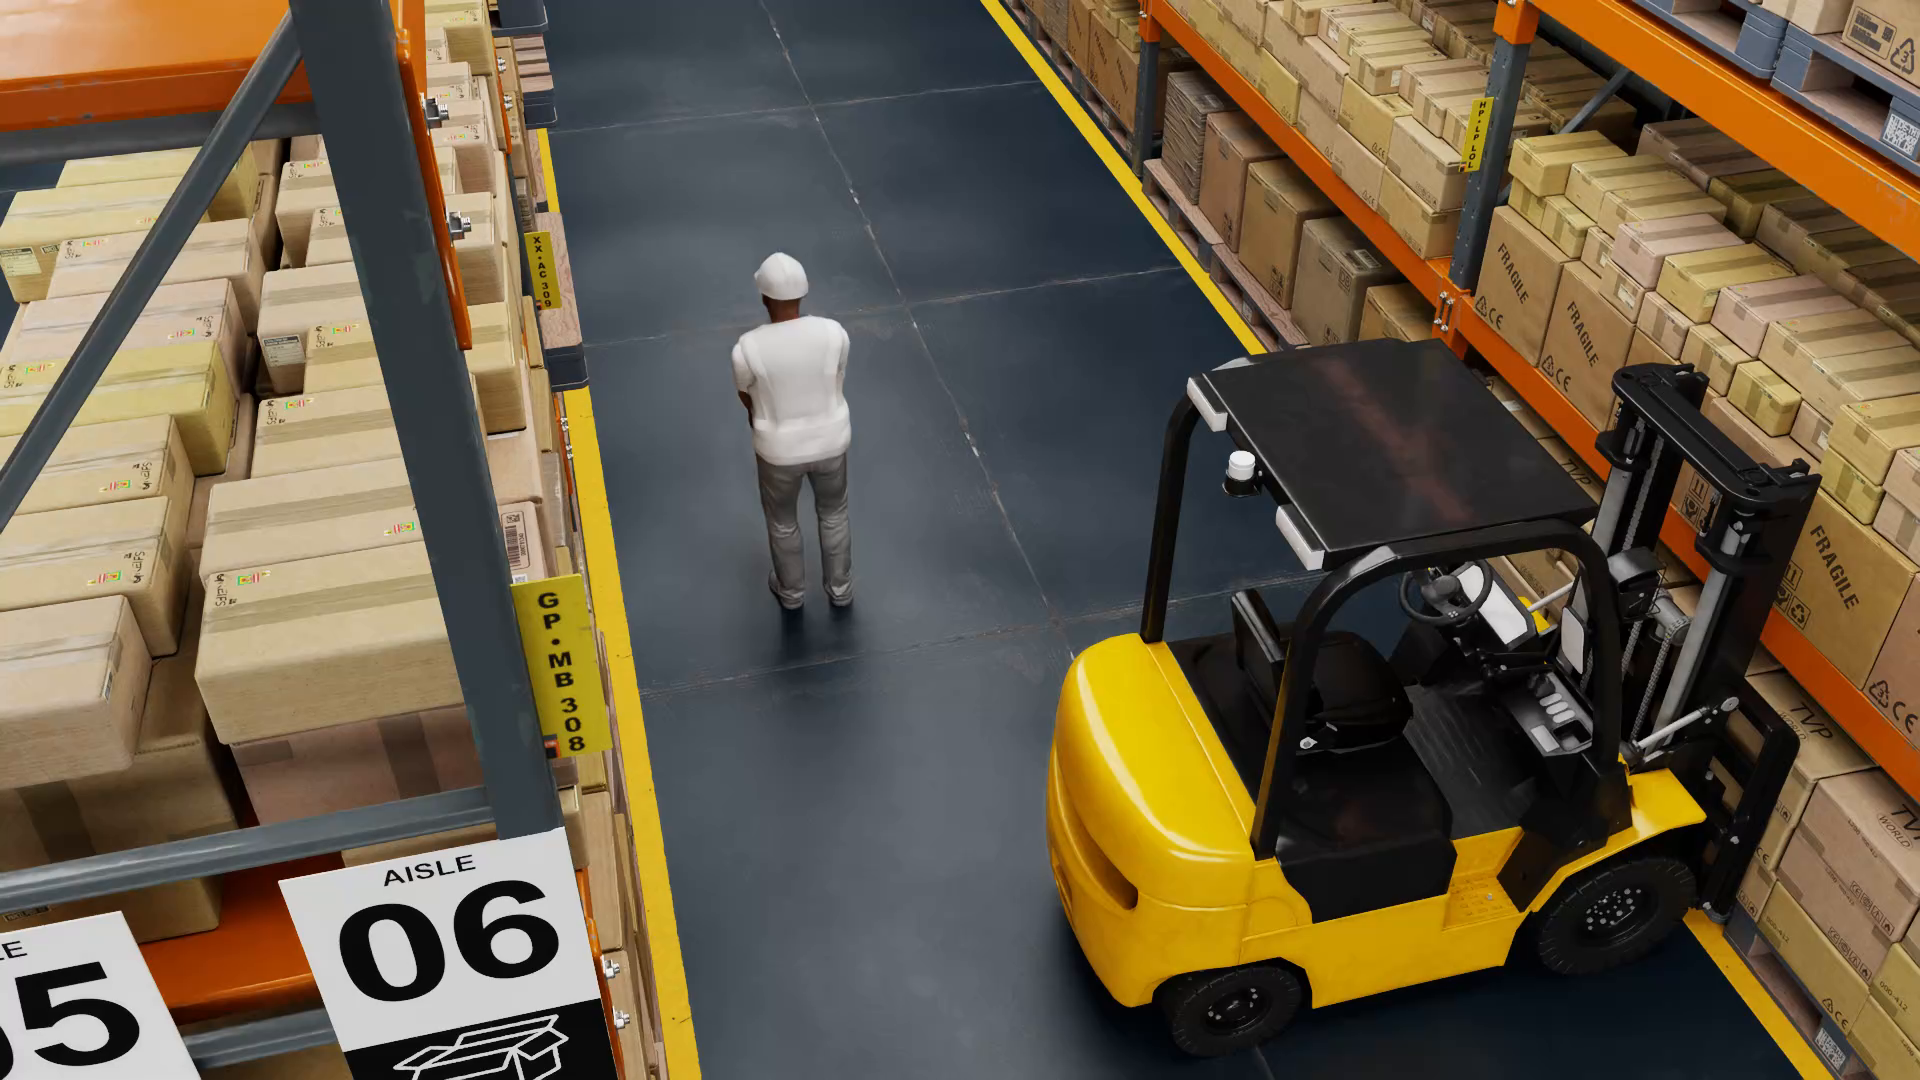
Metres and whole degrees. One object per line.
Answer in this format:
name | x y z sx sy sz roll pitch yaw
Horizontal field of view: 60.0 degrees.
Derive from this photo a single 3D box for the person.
person | -0.715 -0.432 7.253 0.636 1.761 0.454 -13 40 -16
